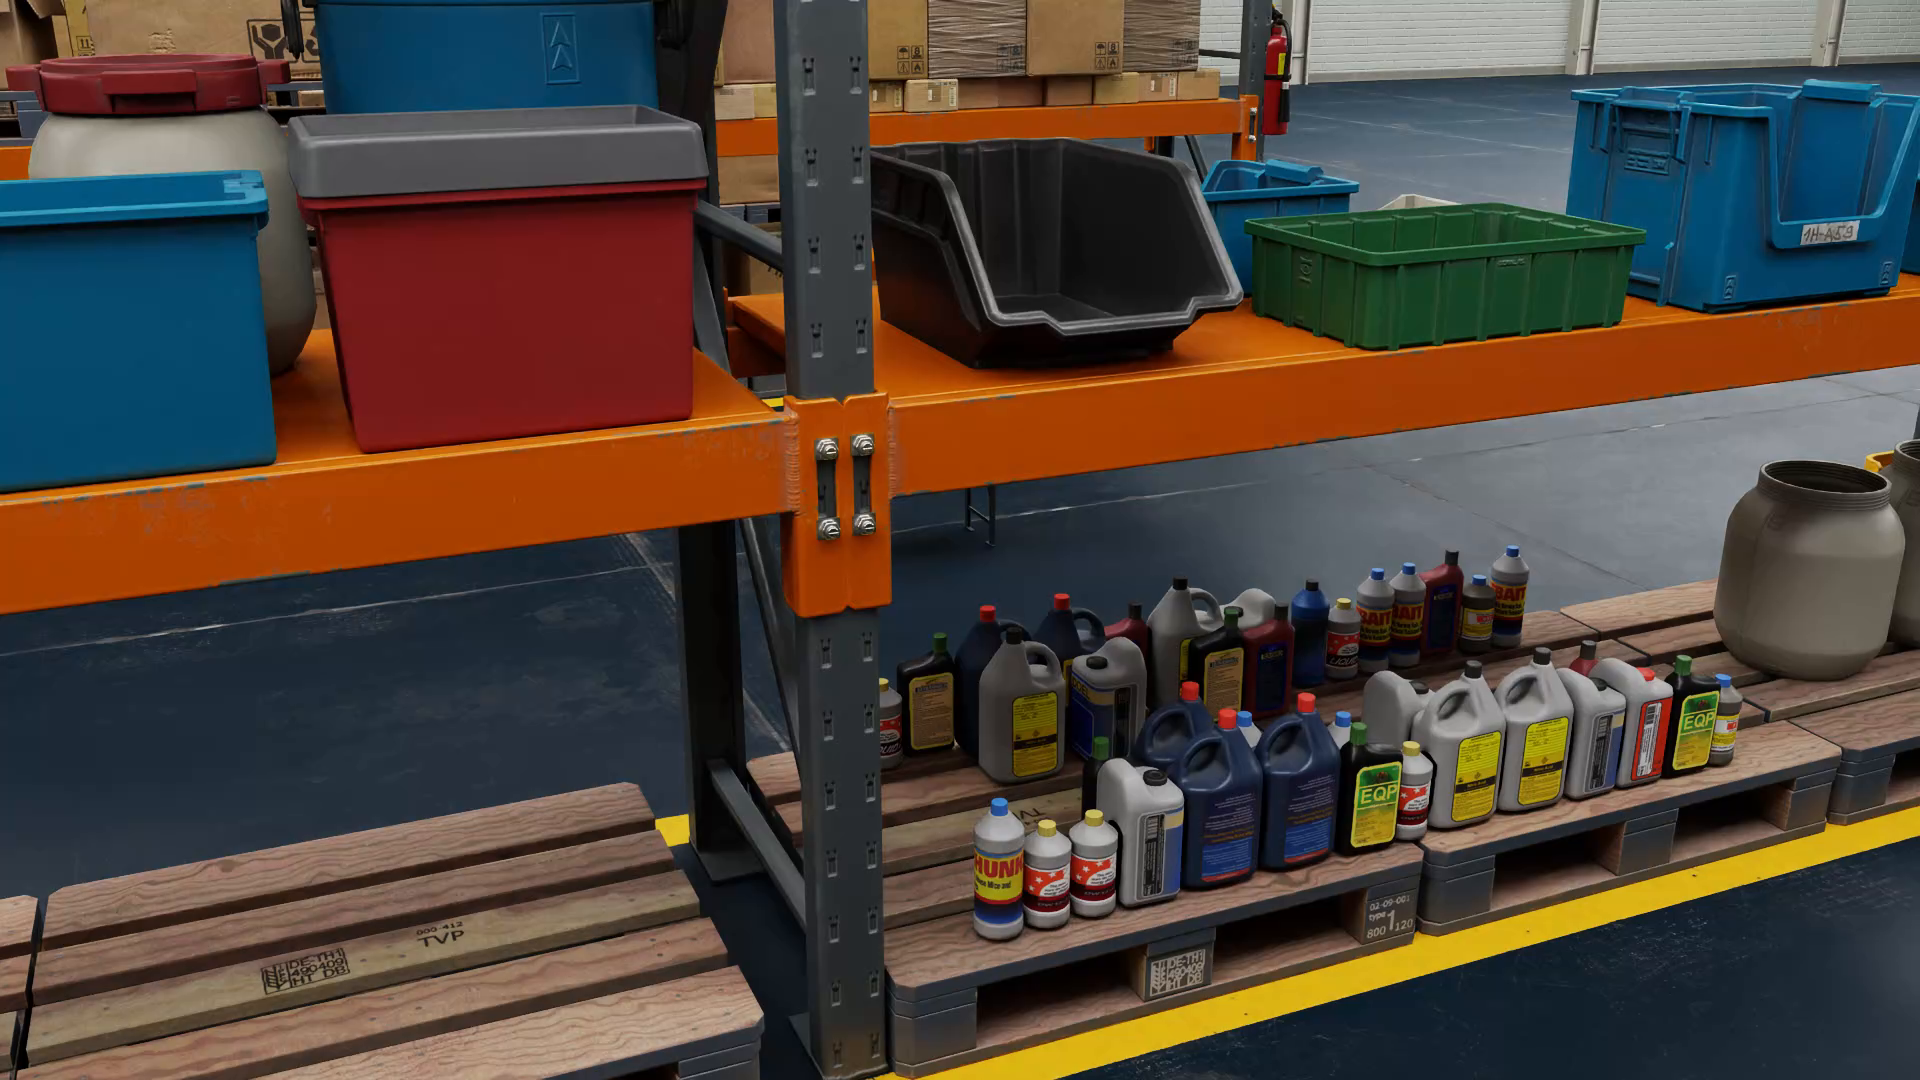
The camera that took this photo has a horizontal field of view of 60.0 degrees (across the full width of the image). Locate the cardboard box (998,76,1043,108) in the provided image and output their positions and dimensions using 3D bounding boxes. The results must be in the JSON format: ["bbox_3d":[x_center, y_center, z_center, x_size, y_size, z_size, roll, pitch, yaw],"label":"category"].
[{"bbox_3d":[0.219,-2.237,8.238,0.250,0.149,0.380,-8,21,-22],"label":"cardboard box"}]

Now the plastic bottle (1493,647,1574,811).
[{"bbox_3d":[1.248,0.408,3.673,0.185,0.351,0.144,-7,21,-20],"label":"plastic bottle"}]

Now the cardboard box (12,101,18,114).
[{"bbox_3d":[-10.746,-5.313,19.538,0.625,0.625,0.875,-7,21,-20],"label":"cardboard box"}]

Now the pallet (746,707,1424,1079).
[{"bbox_3d":[0.241,0.690,3.744,1.213,0.211,1.003,-8,21,-22],"label":"pallet"}]

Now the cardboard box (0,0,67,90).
[{"bbox_3d":[-3.909,-2.050,6.541,0.637,0.503,0.797,-6,20,-16],"label":"cardboard box"}]

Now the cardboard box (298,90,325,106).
[{"bbox_3d":[-5.546,-3.721,14.697,0.500,0.500,0.500,-8,21,-22],"label":"cardboard box"}]

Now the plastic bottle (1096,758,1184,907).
[{"bbox_3d":[0.360,0.569,3.329,0.135,0.276,0.152,-7,21,-20],"label":"plastic bottle"}]

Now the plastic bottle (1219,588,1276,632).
[{"bbox_3d":[0.709,0.267,4.185,0.135,0.276,0.152,-8,21,-21],"label":"plastic bottle"}]

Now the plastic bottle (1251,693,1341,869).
[{"bbox_3d":[0.687,0.488,3.445,0.185,0.351,0.144,-9,21,-24],"label":"plastic bottle"}]

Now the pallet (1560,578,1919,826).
[{"bbox_3d":[2.482,0.369,4.655,1.213,0.211,1.003,-8,21,-22],"label":"pallet"}]

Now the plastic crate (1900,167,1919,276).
[{"bbox_3d":[2.341,-0.765,3.901,0.408,0.251,0.499,-8,21,-22],"label":"plastic crate"}]

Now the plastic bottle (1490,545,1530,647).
[{"bbox_3d":[1.493,0.147,4.533,0.097,0.271,0.097,0,19,0],"label":"plastic bottle"}]

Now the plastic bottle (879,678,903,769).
[{"bbox_3d":[-0.182,0.420,3.863,0.097,0.201,0.097,0,19,0],"label":"plastic bottle"}]

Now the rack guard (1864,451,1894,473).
[{"bbox_3d":[3.230,0.128,4.906,0.348,0.500,1.175,-8,21,-22],"label":"rack guard"}]

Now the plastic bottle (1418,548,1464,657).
[{"bbox_3d":[1.278,0.166,4.462,0.133,0.283,0.061,-8,21,-21],"label":"plastic bottle"}]

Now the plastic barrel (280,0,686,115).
[{"bbox_3d":[-0.867,-0.827,3.100,0.708,0.901,0.600,-8,21,-22],"label":"plastic barrel"}]

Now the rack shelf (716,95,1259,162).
[{"bbox_3d":[-0.517,-1.983,8.222,4.000,0.370,1.077,-8,21,-22],"label":"rack shelf"}]

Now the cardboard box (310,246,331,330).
[{"bbox_3d":[-2.926,-1.014,7.487,0.500,0.500,0.700,-10,22,-26],"label":"cardboard box"}]

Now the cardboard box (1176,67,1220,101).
[{"bbox_3d":[1.139,-2.367,8.606,0.250,0.149,0.380,-8,21,-22],"label":"cardboard box"}]

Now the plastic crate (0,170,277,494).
[{"bbox_3d":[-1.281,-0.302,2.387,0.575,0.384,0.392,-8,21,-22],"label":"plastic crate"}]

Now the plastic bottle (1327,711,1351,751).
[{"bbox_3d":[0.807,0.495,3.546,0.097,0.271,0.097,0,19,0],"label":"plastic bottle"}]

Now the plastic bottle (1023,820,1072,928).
[{"bbox_3d":[0.168,0.641,3.235,0.097,0.201,0.097,0,19,0],"label":"plastic bottle"}]

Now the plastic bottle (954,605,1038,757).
[{"bbox_3d":[0.085,0.320,3.923,0.185,0.351,0.144,-9,21,-23],"label":"plastic bottle"}]

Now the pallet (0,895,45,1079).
[{"bbox_3d":[-2.219,1.043,2.742,1.213,0.211,1.003,-8,21,-22],"label":"pallet"}]

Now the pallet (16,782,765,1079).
[{"bbox_3d":[-1.098,0.881,3.202,1.213,0.211,1.003,-8,21,-22],"label":"pallet"}]

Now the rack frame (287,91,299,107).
[{"bbox_3d":[-8.249,-6.595,20.236,0.127,3.000,1.000,-8,21,-22],"label":"rack frame"}]

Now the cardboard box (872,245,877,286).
[{"bbox_3d":[-0.378,-1.362,8.506,0.500,0.500,0.500,-6,20,-17],"label":"cardboard box"}]

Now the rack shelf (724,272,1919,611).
[{"bbox_3d":[1.445,-0.473,3.932,4.000,0.370,1.077,-8,21,-22],"label":"rack shelf"}]

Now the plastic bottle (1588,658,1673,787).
[{"bbox_3d":[1.526,0.402,3.803,0.135,0.276,0.152,-8,21,-22],"label":"plastic bottle"}]

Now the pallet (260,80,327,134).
[{"bbox_3d":[-3.113,-1.913,7.228,1.213,0.211,1.003,-8,21,-22],"label":"pallet"}]

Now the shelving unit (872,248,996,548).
[{"bbox_3d":[-0.152,-0.544,5.761,0.503,1.200,0.258,-8,21,-22],"label":"shelving unit"}]

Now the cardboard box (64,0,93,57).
[{"bbox_3d":[-5.527,-3.350,10.868,0.500,0.500,0.500,-8,21,-21],"label":"cardboard box"}]

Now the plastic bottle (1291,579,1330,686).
[{"bbox_3d":[0.900,0.232,4.291,0.097,0.271,0.097,0,19,0],"label":"plastic bottle"}]

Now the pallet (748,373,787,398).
[{"bbox_3d":[-0.629,-1.005,8.559,1.213,0.211,1.003,-8,21,-22],"label":"pallet"}]

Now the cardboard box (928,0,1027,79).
[{"bbox_3d":[-0.085,-2.554,8.162,0.500,0.500,0.875,-8,21,-22],"label":"cardboard box"}]

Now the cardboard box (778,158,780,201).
[{"bbox_3d":[-1.149,-3.198,13.156,0.875,0.875,0.875,-8,21,-22],"label":"cardboard box"}]

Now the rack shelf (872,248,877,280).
[{"bbox_3d":[-0.152,-0.915,5.630,0.480,0.148,0.258,-8,21,-22],"label":"rack shelf"}]

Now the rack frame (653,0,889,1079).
[{"bbox_3d":[-0.392,-0.549,3.066,0.127,3.000,1.000,-8,21,-22],"label":"rack frame"}]

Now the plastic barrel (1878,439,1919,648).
[{"bbox_3d":[2.707,0.010,4.591,0.421,0.512,0.421,0,19,0],"label":"plastic barrel"}]

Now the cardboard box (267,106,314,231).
[{"bbox_3d":[-4.760,-2.613,11.683,0.750,0.750,1.050,-8,21,-22],"label":"cardboard box"}]

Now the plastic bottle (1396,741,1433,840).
[{"bbox_3d":[0.956,0.529,3.555,0.097,0.201,0.097,0,19,0],"label":"plastic bottle"}]

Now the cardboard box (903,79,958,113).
[{"bbox_3d":[-0.196,-2.138,7.955,0.250,0.149,0.380,-8,21,-22],"label":"cardboard box"}]

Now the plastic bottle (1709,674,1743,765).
[{"bbox_3d":[1.768,0.412,3.886,0.097,0.201,0.097,0,19,0],"label":"plastic bottle"}]

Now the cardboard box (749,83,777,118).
[{"bbox_3d":[-0.899,-2.050,7.705,0.250,0.149,0.380,-8,21,-22],"label":"cardboard box"}]

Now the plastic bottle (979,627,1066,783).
[{"bbox_3d":[0.142,0.364,3.798,0.185,0.351,0.144,-8,21,-22],"label":"plastic bottle"}]

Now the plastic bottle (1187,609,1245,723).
[{"bbox_3d":[0.622,0.312,4.047,0.133,0.283,0.061,-8,21,-22],"label":"plastic bottle"}]

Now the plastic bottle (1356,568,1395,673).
[{"bbox_3d":[1.086,0.206,4.367,0.097,0.271,0.097,0,19,0],"label":"plastic bottle"}]

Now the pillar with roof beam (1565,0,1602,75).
[{"bbox_3d":[12.661,-11.189,24.251,0.400,9.000,9.100,-8,21,-22],"label":"pillar with roof beam"}]

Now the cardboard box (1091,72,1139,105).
[{"bbox_3d":[0.700,-2.286,8.375,0.250,0.149,0.380,-8,21,-22],"label":"cardboard box"}]

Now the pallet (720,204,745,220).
[{"bbox_3d":[-2.374,-2.508,12.828,1.213,0.211,1.003,-8,21,-22],"label":"pallet"}]

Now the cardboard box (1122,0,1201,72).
[{"bbox_3d":[0.803,-2.709,8.602,0.500,0.500,0.875,-8,21,-22],"label":"cardboard box"}]

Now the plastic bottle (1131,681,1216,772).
[{"bbox_3d":[0.457,0.469,3.500,0.185,0.351,0.144,-8,21,-22],"label":"plastic bottle"}]

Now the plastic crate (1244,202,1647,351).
[{"bbox_3d":[0.966,-0.542,3.363,0.662,0.188,0.450,-8,21,-22],"label":"plastic crate"}]

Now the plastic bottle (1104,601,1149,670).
[{"bbox_3d":[0.395,0.292,4.103,0.133,0.283,0.061,-7,20,-18],"label":"plastic bottle"}]

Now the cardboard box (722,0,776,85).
[{"bbox_3d":[-1.024,-2.439,7.834,0.500,0.500,0.875,-8,21,-22],"label":"cardboard box"}]

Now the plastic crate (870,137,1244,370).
[{"bbox_3d":[0.139,-0.550,3.161,0.504,0.338,0.767,-8,21,-22],"label":"plastic crate"}]
